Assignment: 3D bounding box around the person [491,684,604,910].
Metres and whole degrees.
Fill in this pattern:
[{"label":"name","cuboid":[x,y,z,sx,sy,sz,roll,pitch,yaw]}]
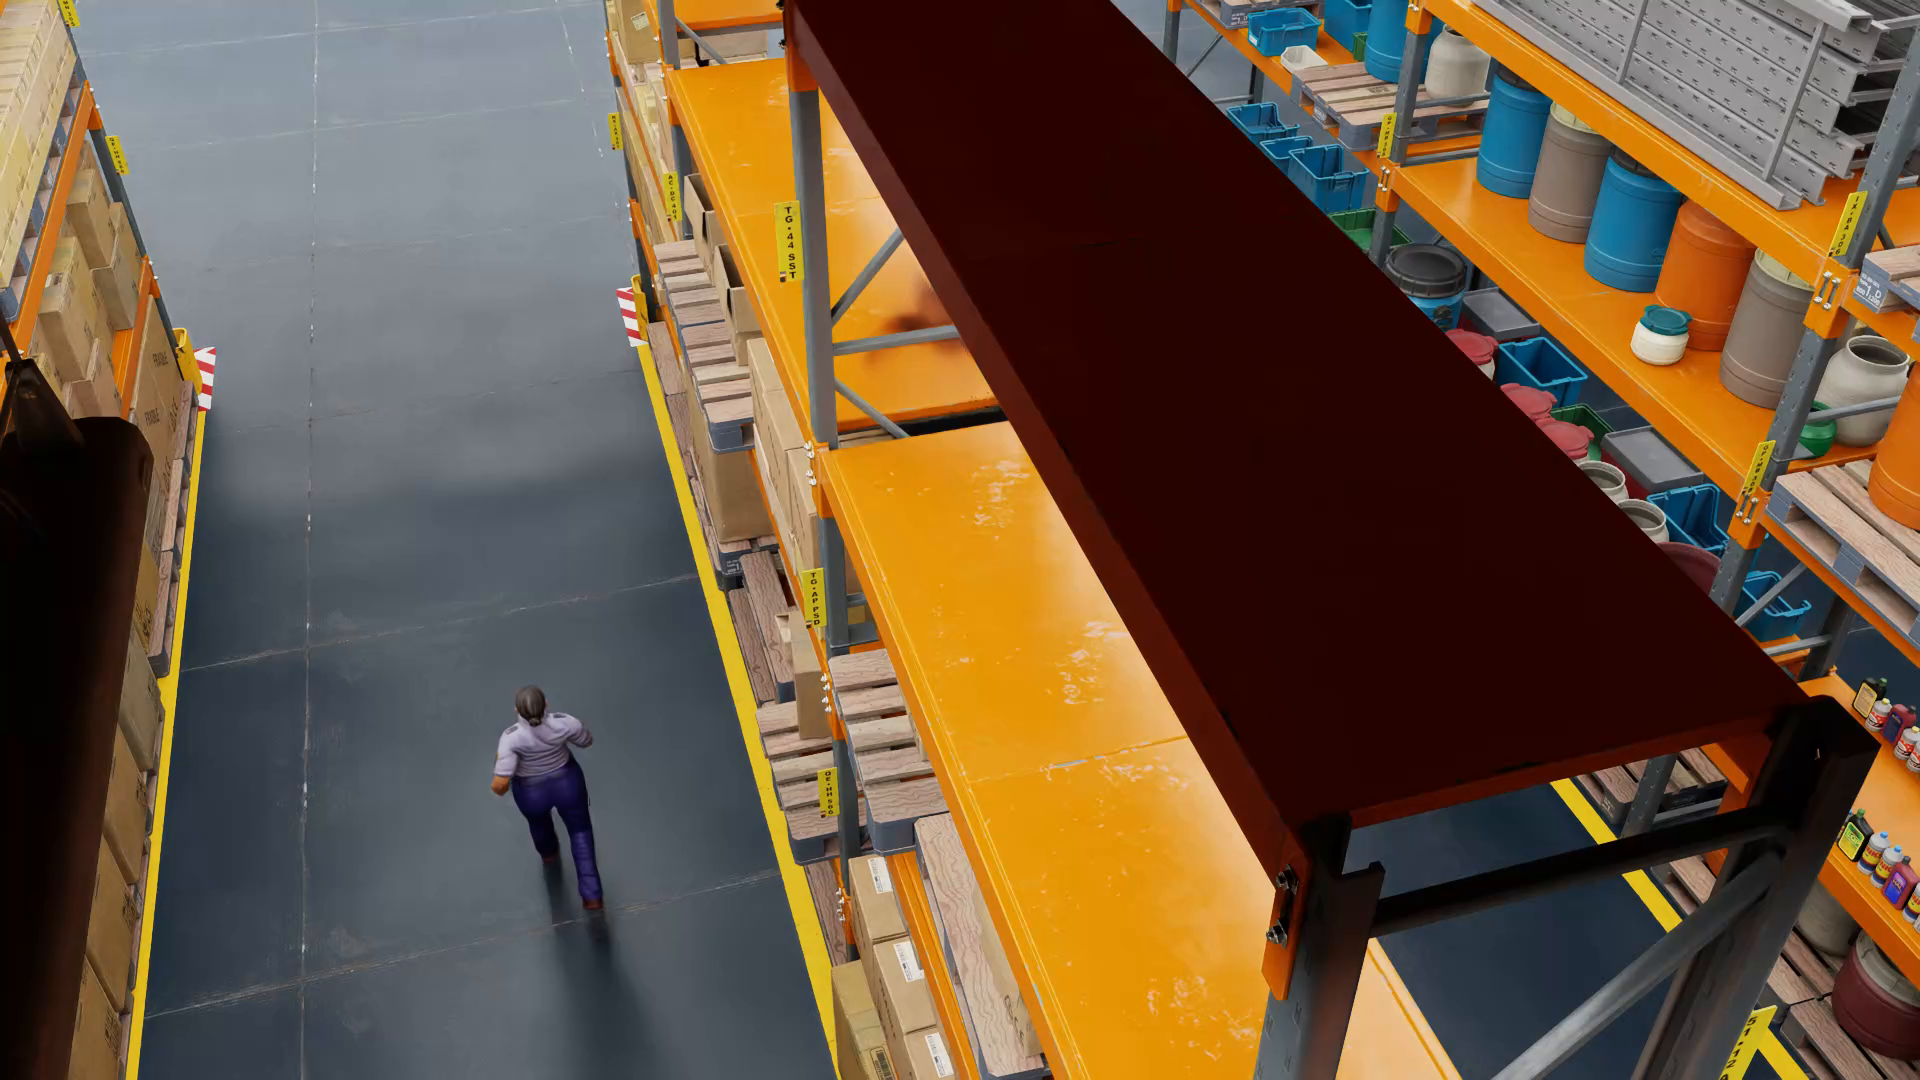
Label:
[{"label":"person","cuboid":[-2.383,1.459,9.653,0.607,1.610,0.941,-13,40,-16]}]
